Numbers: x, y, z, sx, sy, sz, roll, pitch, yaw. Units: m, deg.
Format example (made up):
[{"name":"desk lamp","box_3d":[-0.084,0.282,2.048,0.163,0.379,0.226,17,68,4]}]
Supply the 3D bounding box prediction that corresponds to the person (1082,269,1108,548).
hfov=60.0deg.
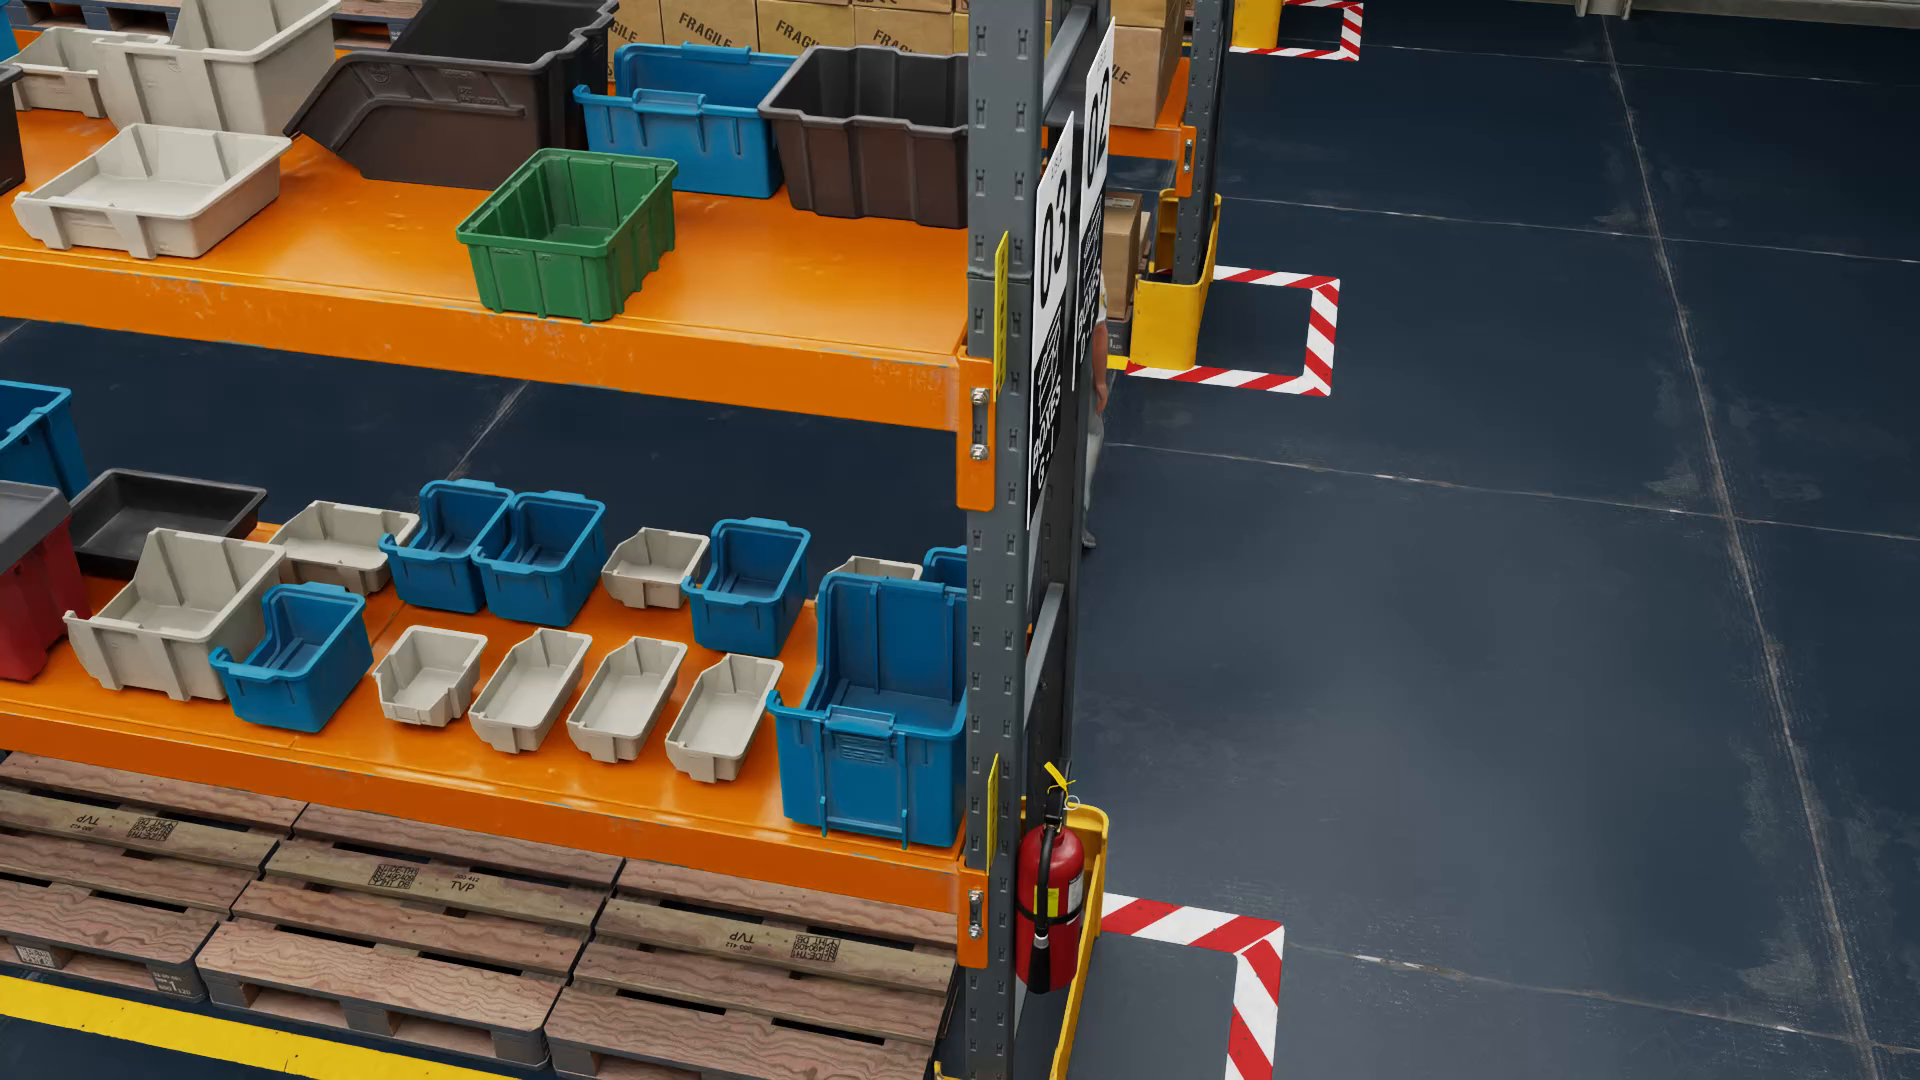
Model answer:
[{"name":"person","box_3d":[0.366,-0.739,7.131,0.567,1.815,0.488,8,37,10]}]
